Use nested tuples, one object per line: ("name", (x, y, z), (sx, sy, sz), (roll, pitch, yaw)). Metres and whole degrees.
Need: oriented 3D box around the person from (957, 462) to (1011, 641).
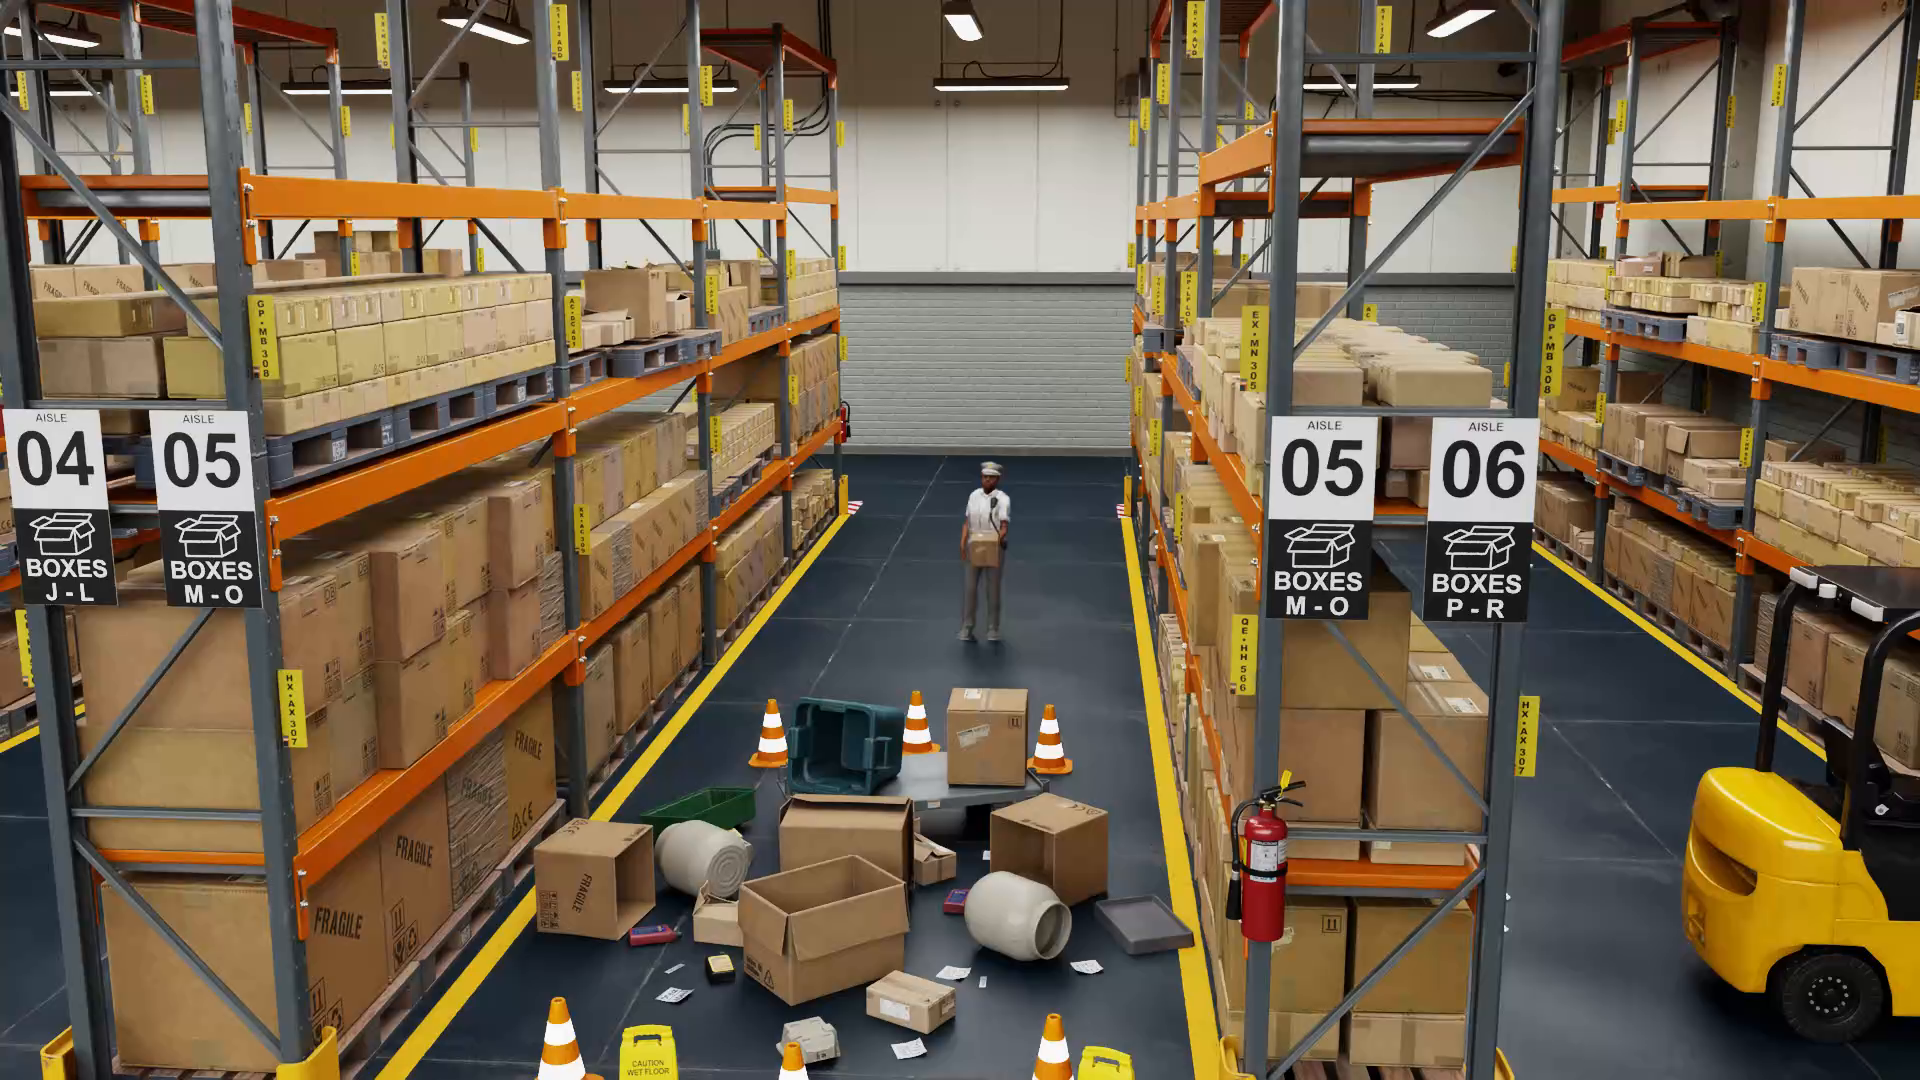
("person", (0.234, 0.105, 15.770), (0.467, 1.703, 0.511), (5, 12, 24))
